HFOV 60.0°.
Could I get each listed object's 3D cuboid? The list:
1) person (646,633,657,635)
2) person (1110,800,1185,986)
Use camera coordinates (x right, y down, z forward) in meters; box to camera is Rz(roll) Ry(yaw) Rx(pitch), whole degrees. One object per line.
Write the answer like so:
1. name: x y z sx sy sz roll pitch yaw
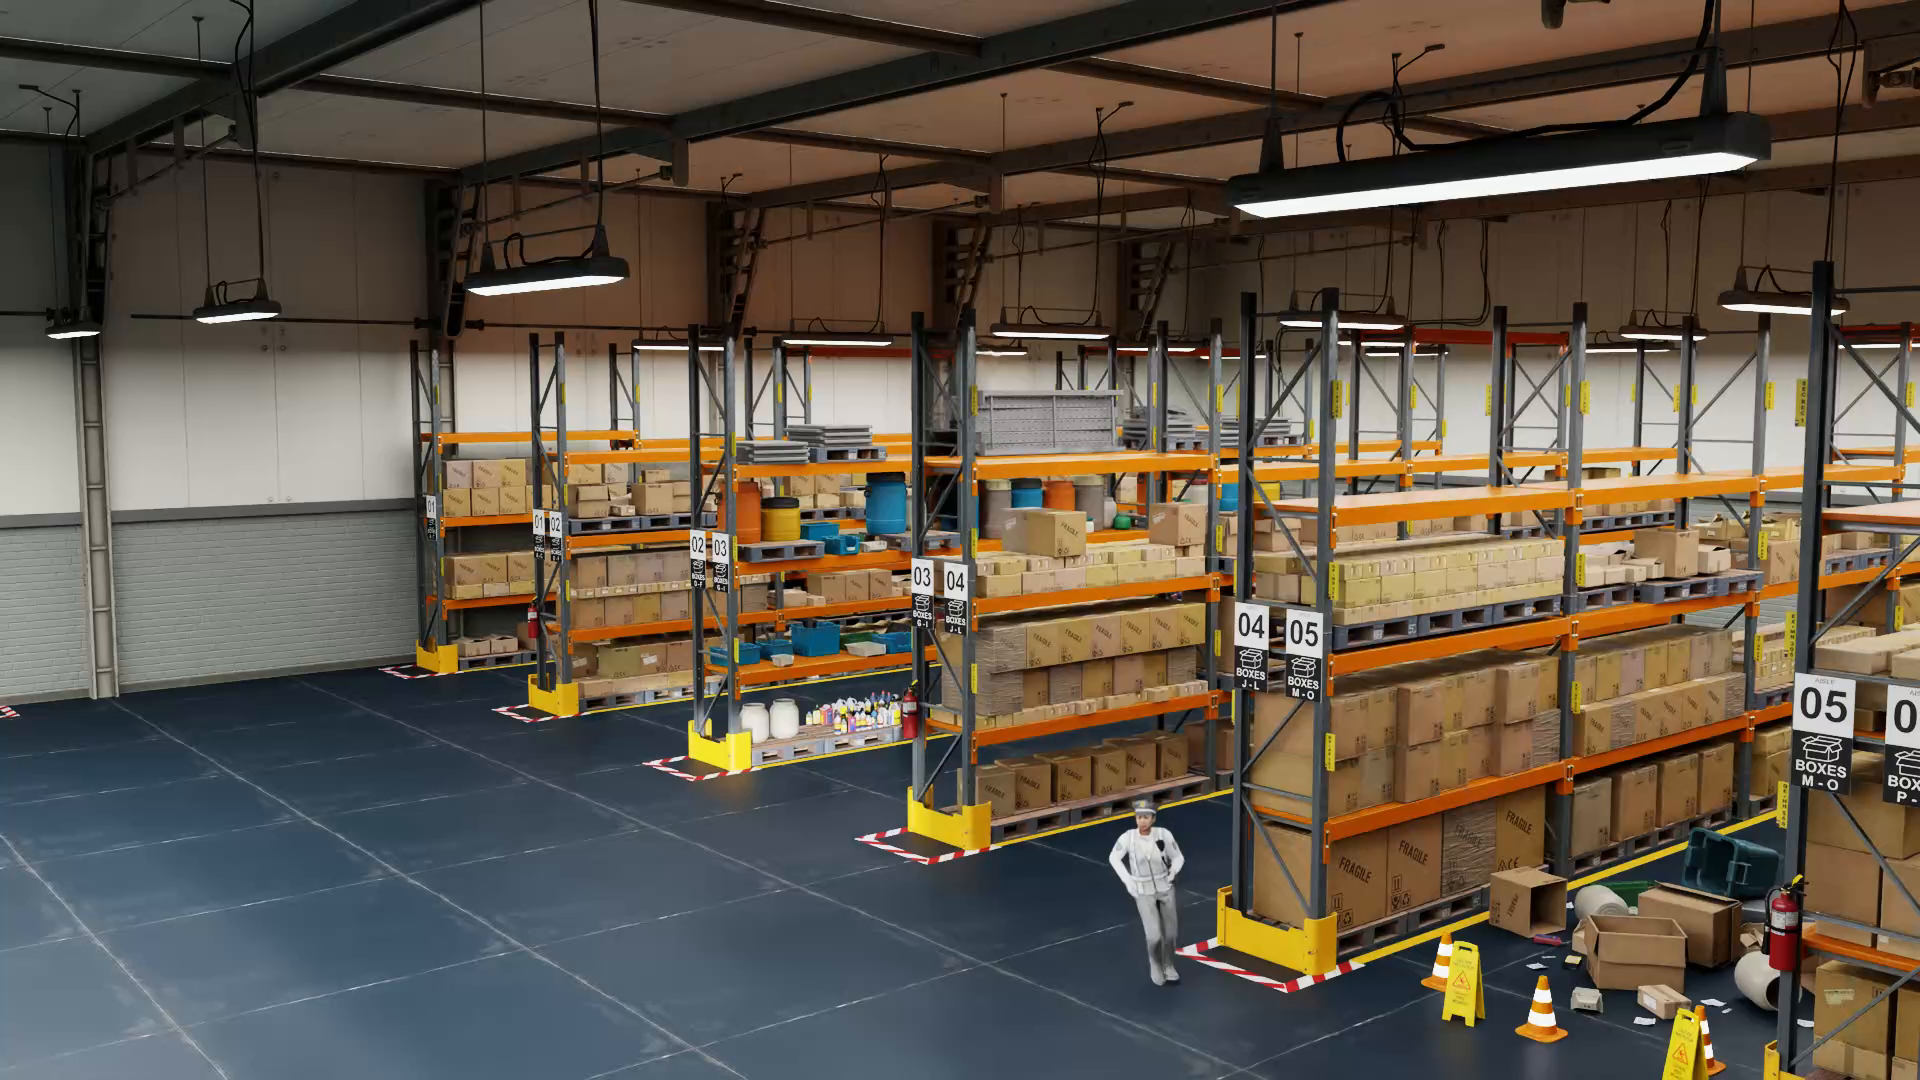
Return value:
1. person: -5.520 1.528 29.962 0.554 1.685 0.938 5 7 43
2. person: 1.632 3.029 14.278 0.621 1.641 0.578 -1 5 -6
